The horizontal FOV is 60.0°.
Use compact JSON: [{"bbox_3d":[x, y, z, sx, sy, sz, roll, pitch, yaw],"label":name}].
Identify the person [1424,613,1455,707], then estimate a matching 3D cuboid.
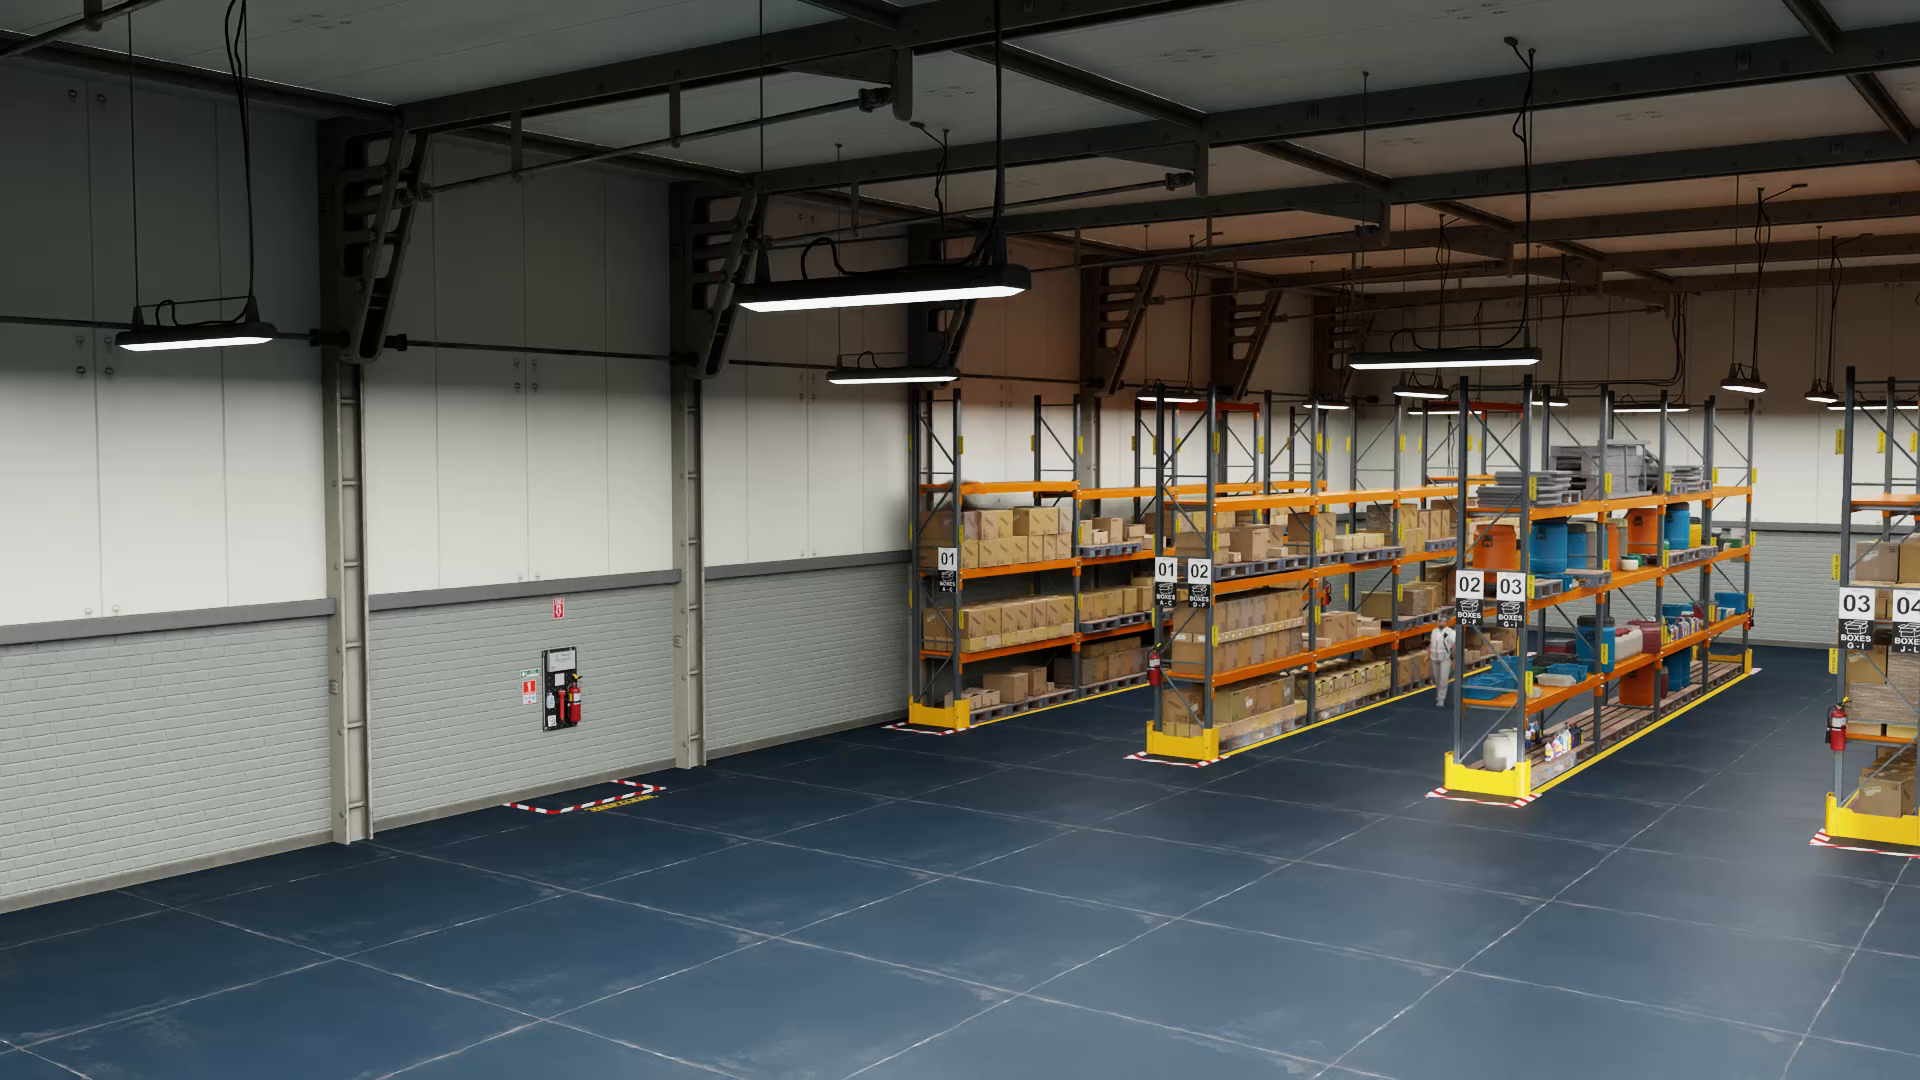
[{"bbox_3d":[9.263,2.283,32.069,0.609,1.741,0.936,2,4,36],"label":"person"}]
